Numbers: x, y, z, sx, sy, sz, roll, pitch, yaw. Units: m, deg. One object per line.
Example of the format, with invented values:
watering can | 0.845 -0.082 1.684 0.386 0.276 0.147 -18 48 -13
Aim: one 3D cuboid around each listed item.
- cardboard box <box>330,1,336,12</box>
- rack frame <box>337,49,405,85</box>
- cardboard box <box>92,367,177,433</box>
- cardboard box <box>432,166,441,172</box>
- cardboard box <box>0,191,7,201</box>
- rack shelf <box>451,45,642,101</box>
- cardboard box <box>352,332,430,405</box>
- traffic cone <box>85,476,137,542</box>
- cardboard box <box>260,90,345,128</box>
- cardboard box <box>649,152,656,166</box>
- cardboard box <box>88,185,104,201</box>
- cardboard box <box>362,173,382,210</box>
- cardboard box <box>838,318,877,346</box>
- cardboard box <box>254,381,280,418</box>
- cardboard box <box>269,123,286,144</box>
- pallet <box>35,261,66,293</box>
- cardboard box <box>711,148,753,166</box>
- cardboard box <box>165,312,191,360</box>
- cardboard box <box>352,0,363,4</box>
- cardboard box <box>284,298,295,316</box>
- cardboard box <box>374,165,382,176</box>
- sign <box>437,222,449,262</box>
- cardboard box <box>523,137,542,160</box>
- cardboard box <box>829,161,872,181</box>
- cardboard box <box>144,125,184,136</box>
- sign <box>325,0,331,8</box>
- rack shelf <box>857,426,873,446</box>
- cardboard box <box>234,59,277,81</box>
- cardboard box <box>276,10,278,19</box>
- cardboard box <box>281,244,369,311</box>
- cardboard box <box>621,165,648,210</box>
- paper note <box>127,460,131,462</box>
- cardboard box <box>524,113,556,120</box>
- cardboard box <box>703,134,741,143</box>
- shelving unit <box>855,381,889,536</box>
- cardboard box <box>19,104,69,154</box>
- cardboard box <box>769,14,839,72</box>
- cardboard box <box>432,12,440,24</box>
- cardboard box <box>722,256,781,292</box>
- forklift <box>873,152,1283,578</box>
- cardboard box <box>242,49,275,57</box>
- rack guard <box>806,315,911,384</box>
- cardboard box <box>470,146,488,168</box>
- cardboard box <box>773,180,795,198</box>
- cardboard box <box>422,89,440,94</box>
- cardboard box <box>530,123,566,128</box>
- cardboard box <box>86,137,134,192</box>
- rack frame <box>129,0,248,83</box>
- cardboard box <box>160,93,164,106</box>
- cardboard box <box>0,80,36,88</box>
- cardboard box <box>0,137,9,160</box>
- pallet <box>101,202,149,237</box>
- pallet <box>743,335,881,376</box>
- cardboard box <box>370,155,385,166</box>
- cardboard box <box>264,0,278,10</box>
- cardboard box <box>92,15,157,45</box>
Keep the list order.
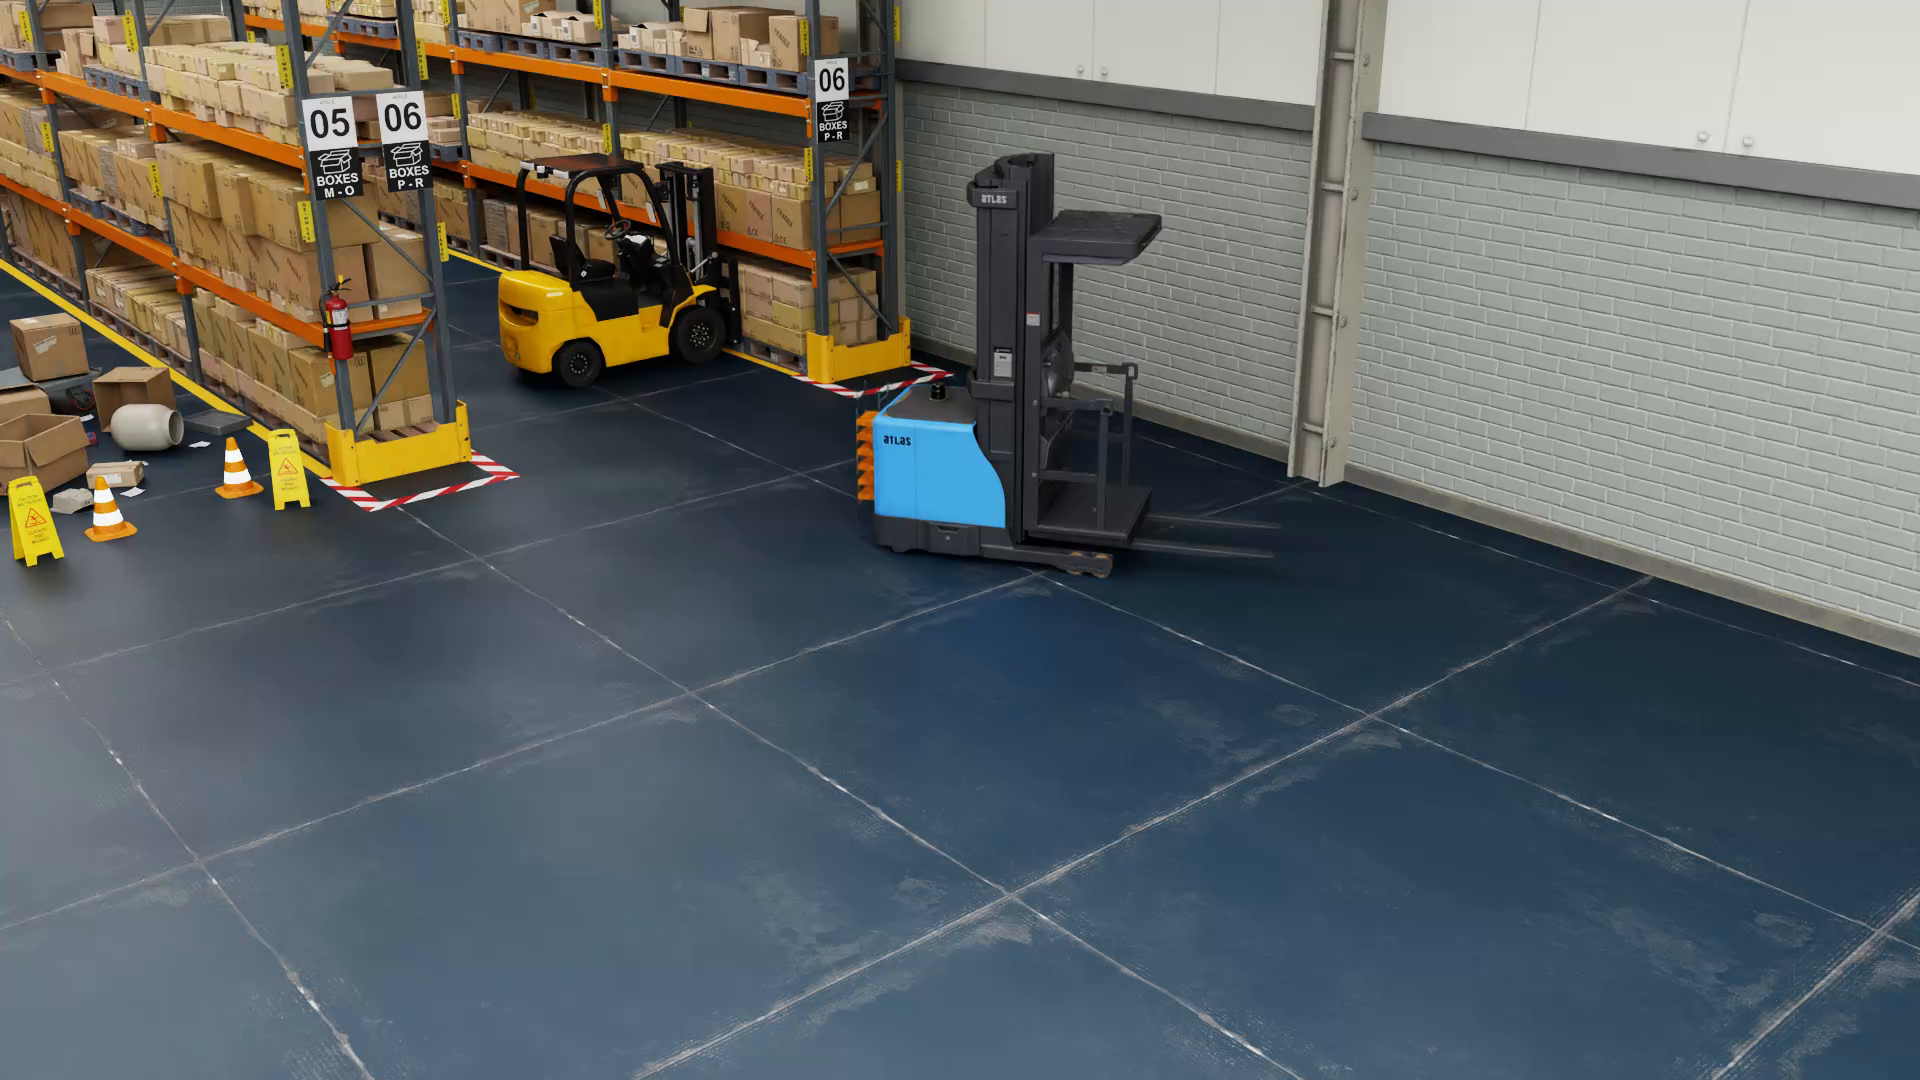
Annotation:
cardboard box | -9.010 -7.845 24.419 0.380 0.149 0.250 -17 27 -37
rack frame | -8.904 -6.501 25.468 1.000 3.000 0.127 -17 27 -37
cardboard box | -7.771 -1.325 15.678 0.500 0.500 0.500 0 21 -1
cardboard box | -7.778 -5.511 24.904 0.380 0.149 0.250 -17 27 -36
cardboard box | -13.575 -4.767 23.978 0.875 0.438 0.875 -18 28 -39
rack shelf | -4.987 -5.905 20.820 1.077 0.370 4.000 -17 27 -37
cardboard box | -5.162 -1.562 15.025 0.500 0.500 0.500 -19 28 -39
traffic cone | -6.706 -0.275 13.051 0.336 0.463 0.334 -17 27 -37
cardboard box | -5.367 -3.545 13.607 0.500 0.250 0.500 -18 28 -38
cardboard box | -3.312 -4.352 18.955 0.380 0.149 0.250 -18 27 -38
cardboard box | -9.513 -3.904 18.606 0.380 0.149 0.250 -17 27 -37
cardboard box | -8.759 -5.345 25.369 0.500 0.500 0.500 -16 26 -35
cardboard box | -1.243 -2.283 17.893 0.500 0.250 0.500 -17 27 -37
cardboard box | -6.238 -1.365 15.551 0.500 0.250 0.500 -19 28 -39
cardboard box | -5.461 -3.375 13.720 0.380 0.149 0.250 -17 27 -37
pallet | -11.300 -3.487 21.597 1.003 0.211 1.213 -17 27 -37
cardboard box | -2.470 -4.143 18.015 0.380 0.149 0.250 -17 27 -37
cardboard box | -7.784 -2.224 17.576 0.950 0.372 0.625 -17 27 -37
cardboard box | -8.492 -7.772 23.825 0.380 0.149 0.250 -18 28 -38
cardboard box | -5.635 -2.057 14.468 0.380 0.149 0.250 -18 28 -38
cardboard box | -8.632 -5.614 25.166 0.380 0.149 0.250 -18 28 -39
sign | -4.418 -2.535 14.156 0.100 0.325 0.005 -17 27 -37
cardboard box | -5.182 -4.955 21.042 0.500 0.250 0.500 -17 27 -37
cardboard box | -1.128 -3.816 17.179 0.380 0.149 0.250 -18 28 -38
cardboard box | -8.769 -4.511 18.377 0.380 0.149 0.250 -19 28 -40
sign | -9.310 -8.007 24.491 0.100 0.325 0.005 -17 27 -37
rack shelf | -0.672 -0.801 12.847 0.180 0.103 0.258 6 22 15
cardboard box | -6.025 -4.053 14.358 0.380 0.149 0.250 -18 28 -39
cardboard box | -10.668 -8.383 26.506 0.380 0.149 0.250 -18 28 -38
cardboard box | -5.392 -2.272 14.127 0.500 0.500 0.500 -18 28 -38
cardboard box | -3.590 -4.152 19.335 0.500 0.500 0.500 -18 28 -39
paper note | -7.395 -0.672 14.675 0.148 0.019 0.142 -8 23 -19
cardboard box | -5.549 -5.571 22.067 0.380 0.149 0.250 -17 27 -37
cardboard box | -2.719 -4.558 19.073 0.380 0.149 0.250 -18 28 -38
shelving unit | -0.672 -0.619 12.918 0.189 1.200 0.258 6 22 15
cardboard box | -10.928 -4.945 19.989 0.500 0.500 0.500 -17 27 -37
cardboard box | -1.544 -4.935 16.507 0.500 0.500 0.500 -16 27 -36
cardboard box | -6.861 -7.025 22.352 0.380 0.149 0.250 -18 28 -39
cardboard box | -2.282 -2.896 18.087 0.500 0.250 0.500 -17 27 -37
forklift | 0.908 -1.302 12.289 3.031 2.935 1.130 6 22 15
cardboard box | -6.376 -4.439 15.342 0.380 0.149 0.250 -18 28 -38
rack guard | -1.055 -2.015 17.442 1.175 0.500 0.348 -17 27 -37
cardboard box | -6.188 -5.145 22.212 0.500 0.250 0.500 -17 27 -37
cardboard box | -1.699 -3.626 17.103 0.380 0.149 0.250 -17 27 -37
cardboard box | -7.907 -6.196 23.977 0.700 0.500 0.500 -18 27 -38
cardboard box | -5.214 -5.183 21.077 0.380 0.149 0.250 -17 27 -37
cardboard box | -9.235 -4.127 18.286 0.500 0.500 0.500 -17 27 -37
rack frame | -7.440 -5.901 15.711 1.000 3.000 0.127 -17 27 -37
cardboard box | -7.422 -4.241 15.931 0.380 0.149 0.250 -18 28 -38
cardboard box | -12.789 -6.019 22.731 0.500 0.500 0.500 -17 27 -37
cardboard box | -11.917 -5.009 21.180 0.500 0.250 0.500 -17 27 -37
pallet | -8.728 -3.586 18.290 1.003 0.211 1.213 -17 27 -37
pallet | -1.602 -2.088 18.026 1.003 0.211 1.213 -17 27 -37
cardboard box | -8.665 -5.750 25.106 0.380 0.149 0.250 -19 28 -40
cardboard box | -10.760 -8.604 26.522 0.500 0.250 0.500 -18 28 -39
cardboard box | -8.597 -5.269 17.156 0.500 0.250 0.500 -17 27 -37
